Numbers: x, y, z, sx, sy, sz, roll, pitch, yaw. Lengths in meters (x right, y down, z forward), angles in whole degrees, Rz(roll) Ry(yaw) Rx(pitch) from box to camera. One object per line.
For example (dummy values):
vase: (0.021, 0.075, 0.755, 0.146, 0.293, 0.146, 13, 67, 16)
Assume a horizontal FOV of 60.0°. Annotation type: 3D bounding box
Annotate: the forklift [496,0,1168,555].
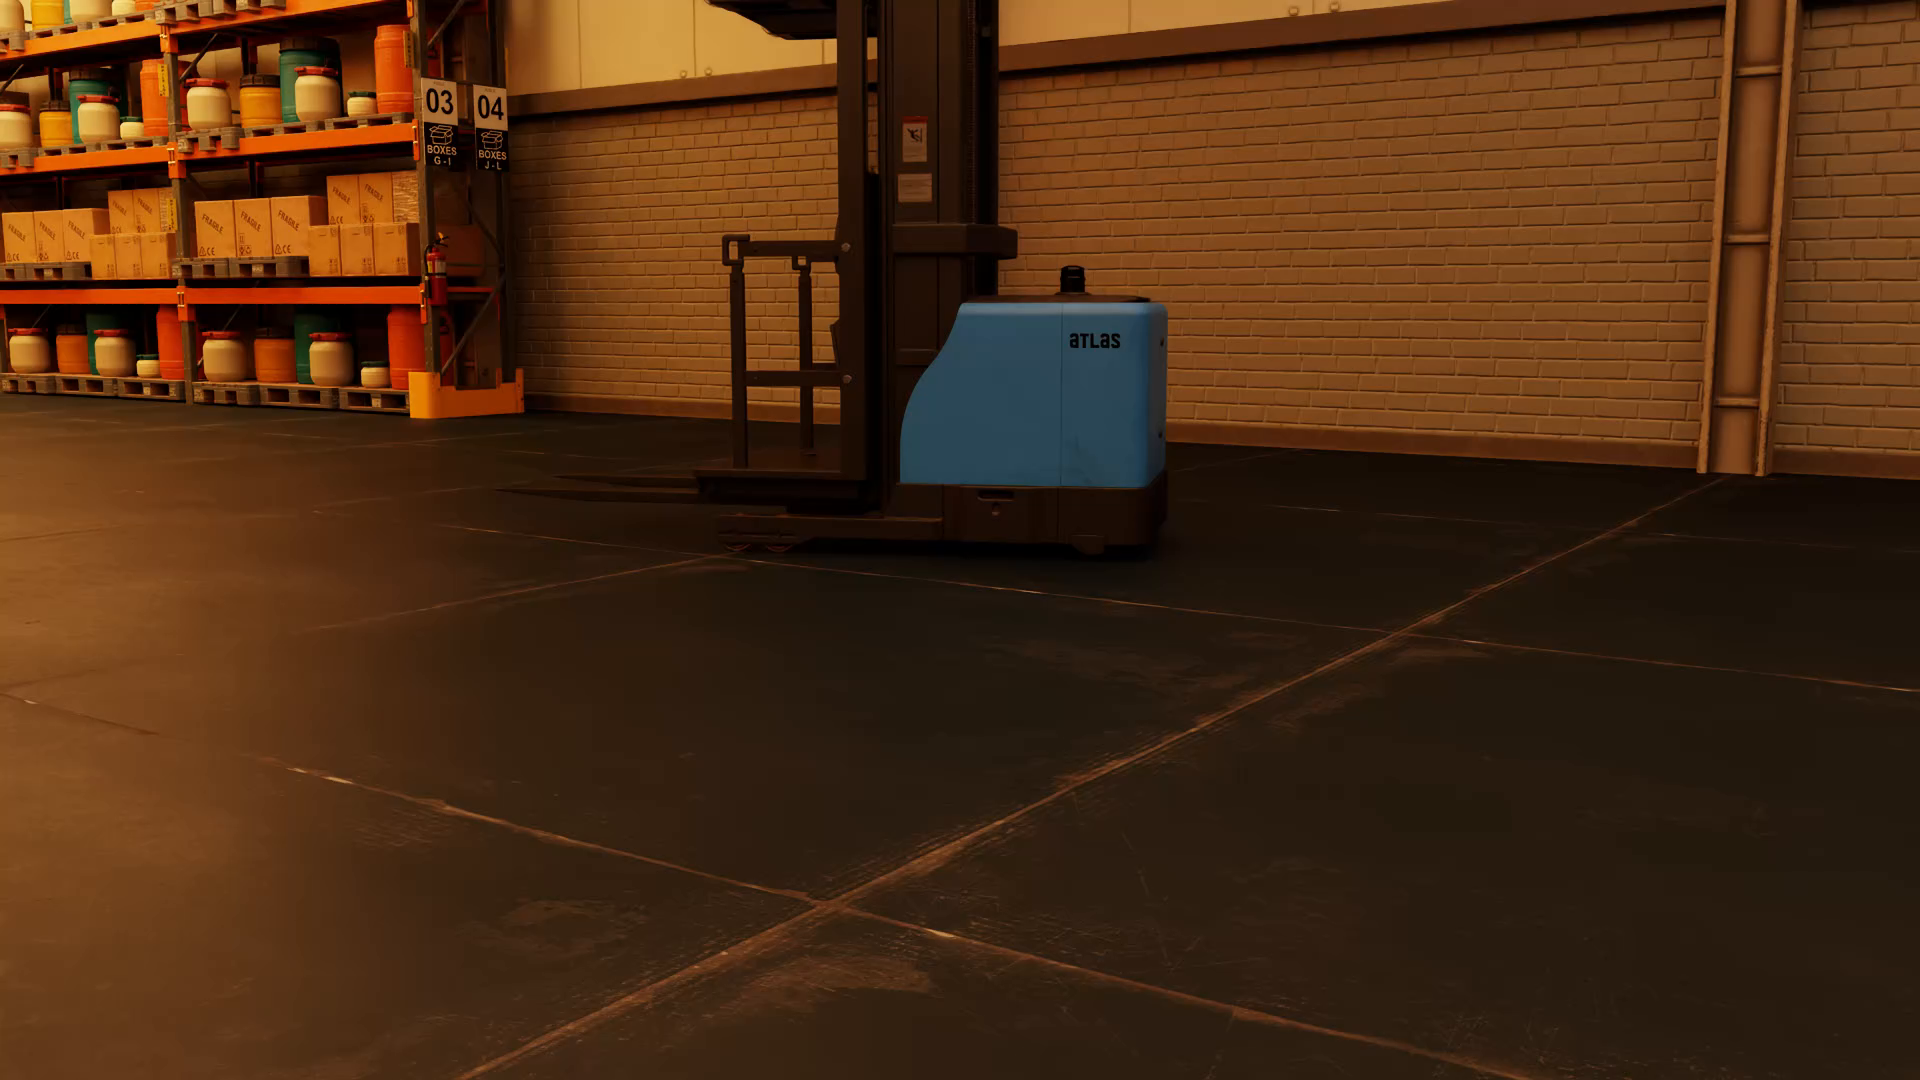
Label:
forklift: (-0.596, -1.469, 7.520, 3.031, 2.935, 1.130, 2, 8, 12)
